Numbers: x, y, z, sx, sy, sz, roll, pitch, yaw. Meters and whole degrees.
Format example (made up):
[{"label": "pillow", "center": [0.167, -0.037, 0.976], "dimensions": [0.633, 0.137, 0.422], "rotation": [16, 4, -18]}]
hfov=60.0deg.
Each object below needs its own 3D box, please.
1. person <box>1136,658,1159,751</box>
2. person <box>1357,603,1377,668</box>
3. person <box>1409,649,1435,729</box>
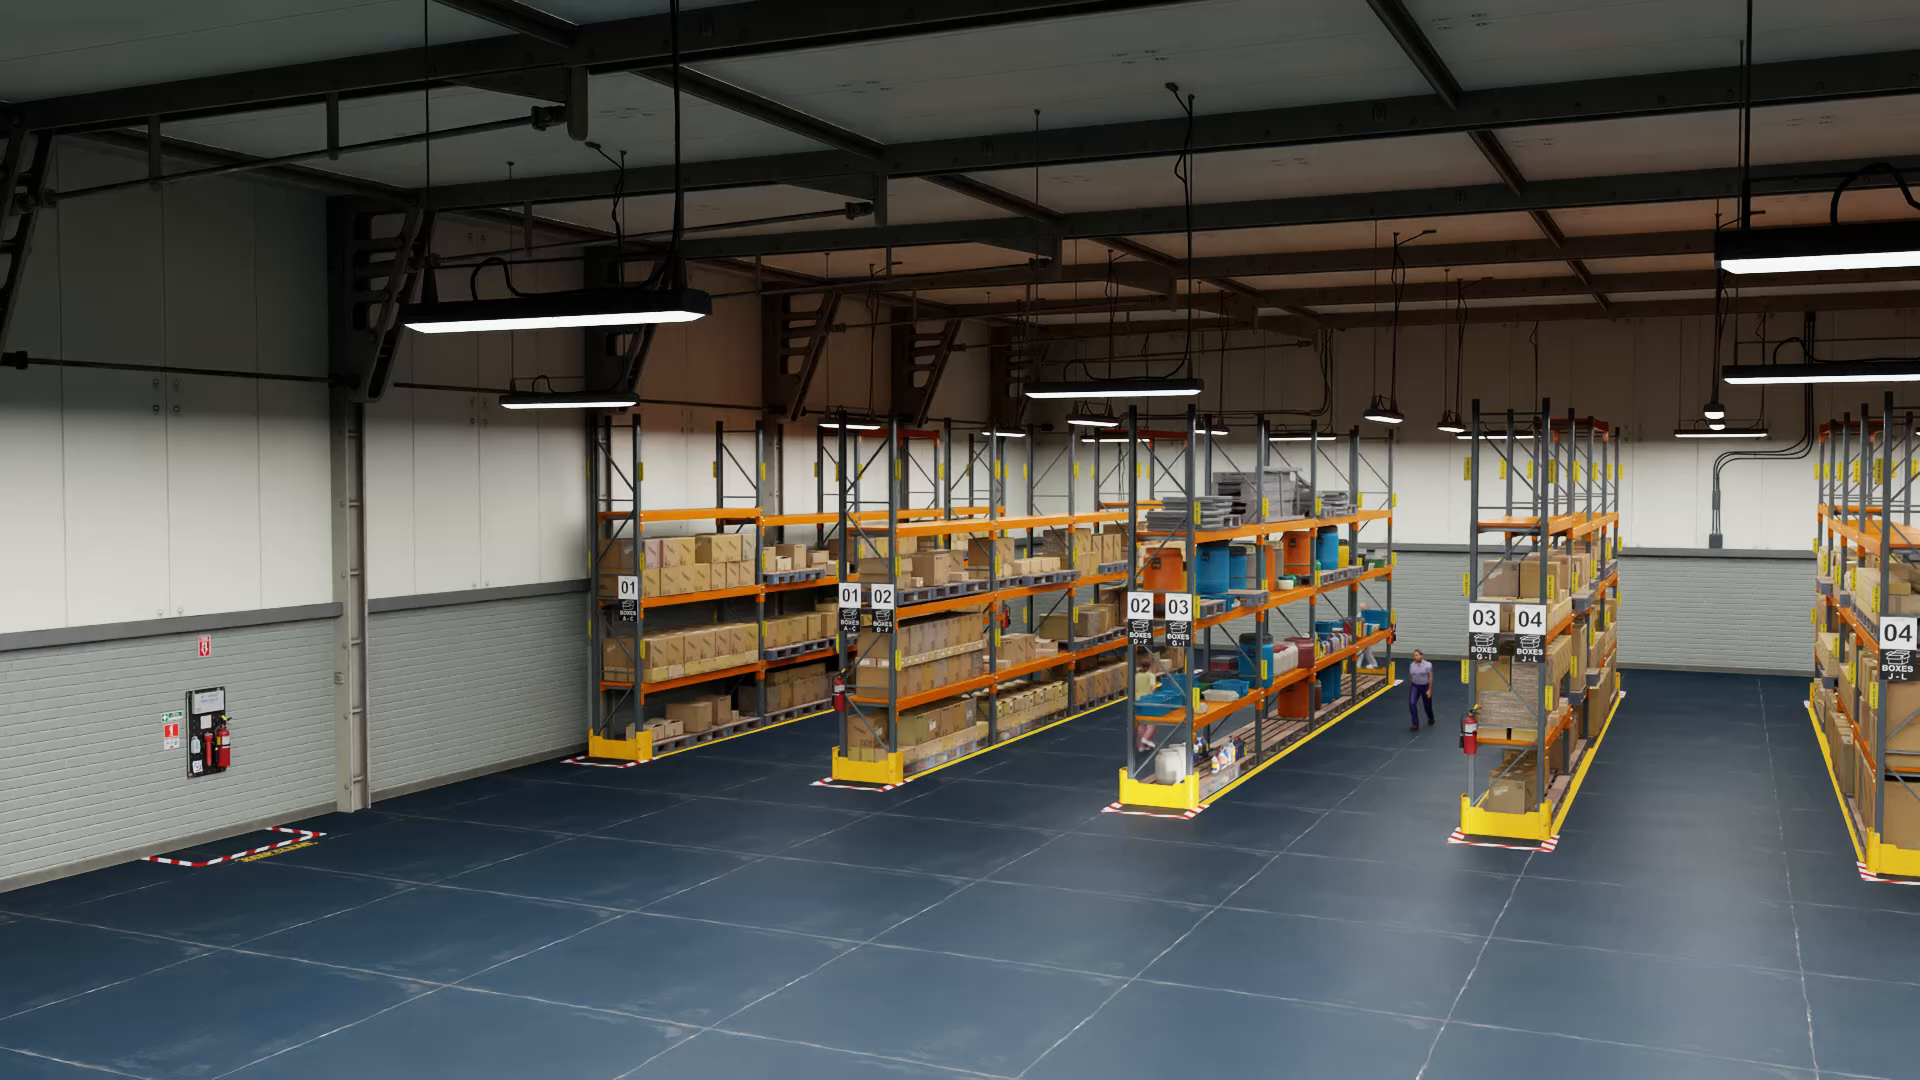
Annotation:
[{"label": "person", "center": [3.309, 2.941, 29.723], "dimensions": [0.491, 1.660, 0.471], "rotation": [2, 3, 35]}, {"label": "person", "center": [10.096, 2.440, 41.470], "dimensions": [1.015, 1.565, 0.639], "rotation": [-2, 3, -34]}, {"label": "person", "center": [9.004, 2.896, 32.475], "dimensions": [0.469, 1.513, 0.965], "rotation": [1, 3, 30]}]
